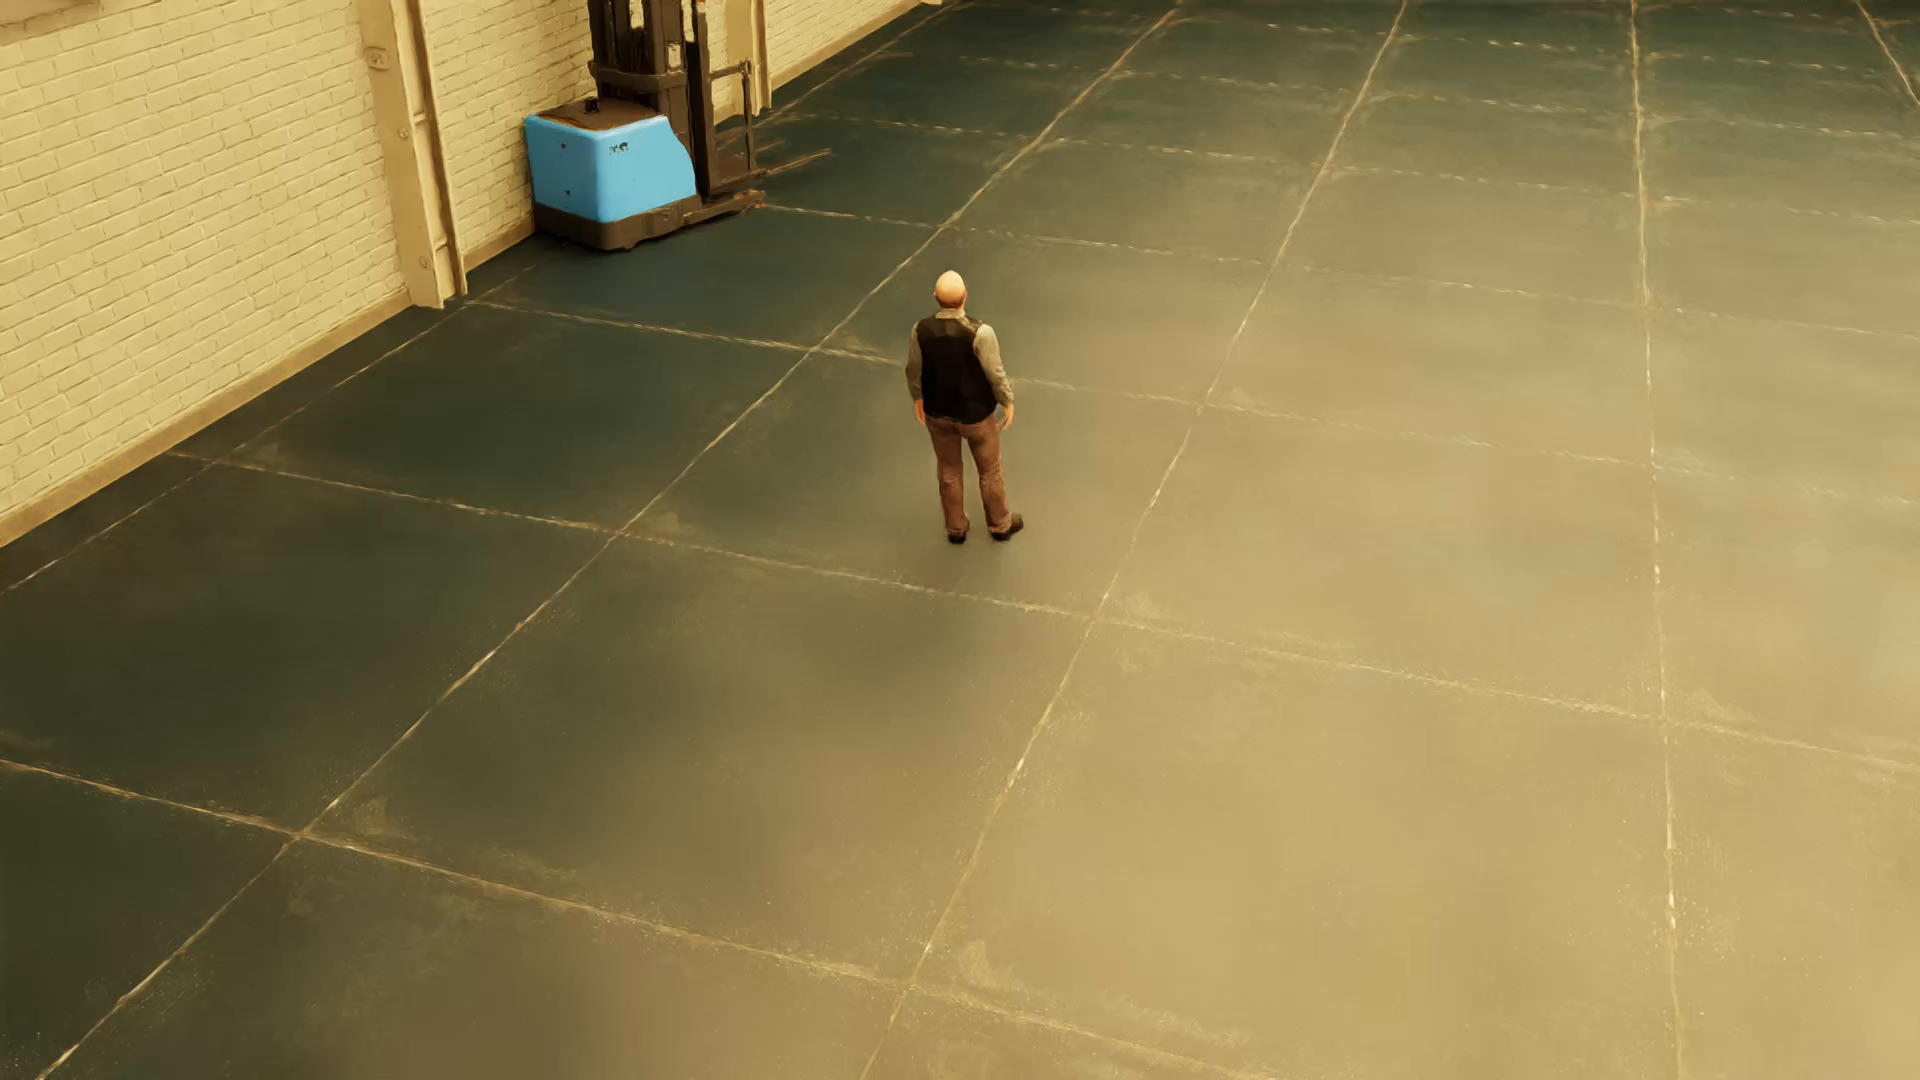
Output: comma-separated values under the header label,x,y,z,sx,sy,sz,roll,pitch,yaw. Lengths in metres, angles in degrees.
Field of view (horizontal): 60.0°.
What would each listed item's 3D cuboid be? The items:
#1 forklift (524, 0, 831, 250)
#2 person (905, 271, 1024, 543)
label,x,y,z,sx,sy,sz,roll,pitch,yaw
forklift,-2.479,-4.440,14.926,1.130,2.935,3.031,22,36,33
person,0.028,-0.782,9.715,0.632,1.720,0.567,10,31,16
